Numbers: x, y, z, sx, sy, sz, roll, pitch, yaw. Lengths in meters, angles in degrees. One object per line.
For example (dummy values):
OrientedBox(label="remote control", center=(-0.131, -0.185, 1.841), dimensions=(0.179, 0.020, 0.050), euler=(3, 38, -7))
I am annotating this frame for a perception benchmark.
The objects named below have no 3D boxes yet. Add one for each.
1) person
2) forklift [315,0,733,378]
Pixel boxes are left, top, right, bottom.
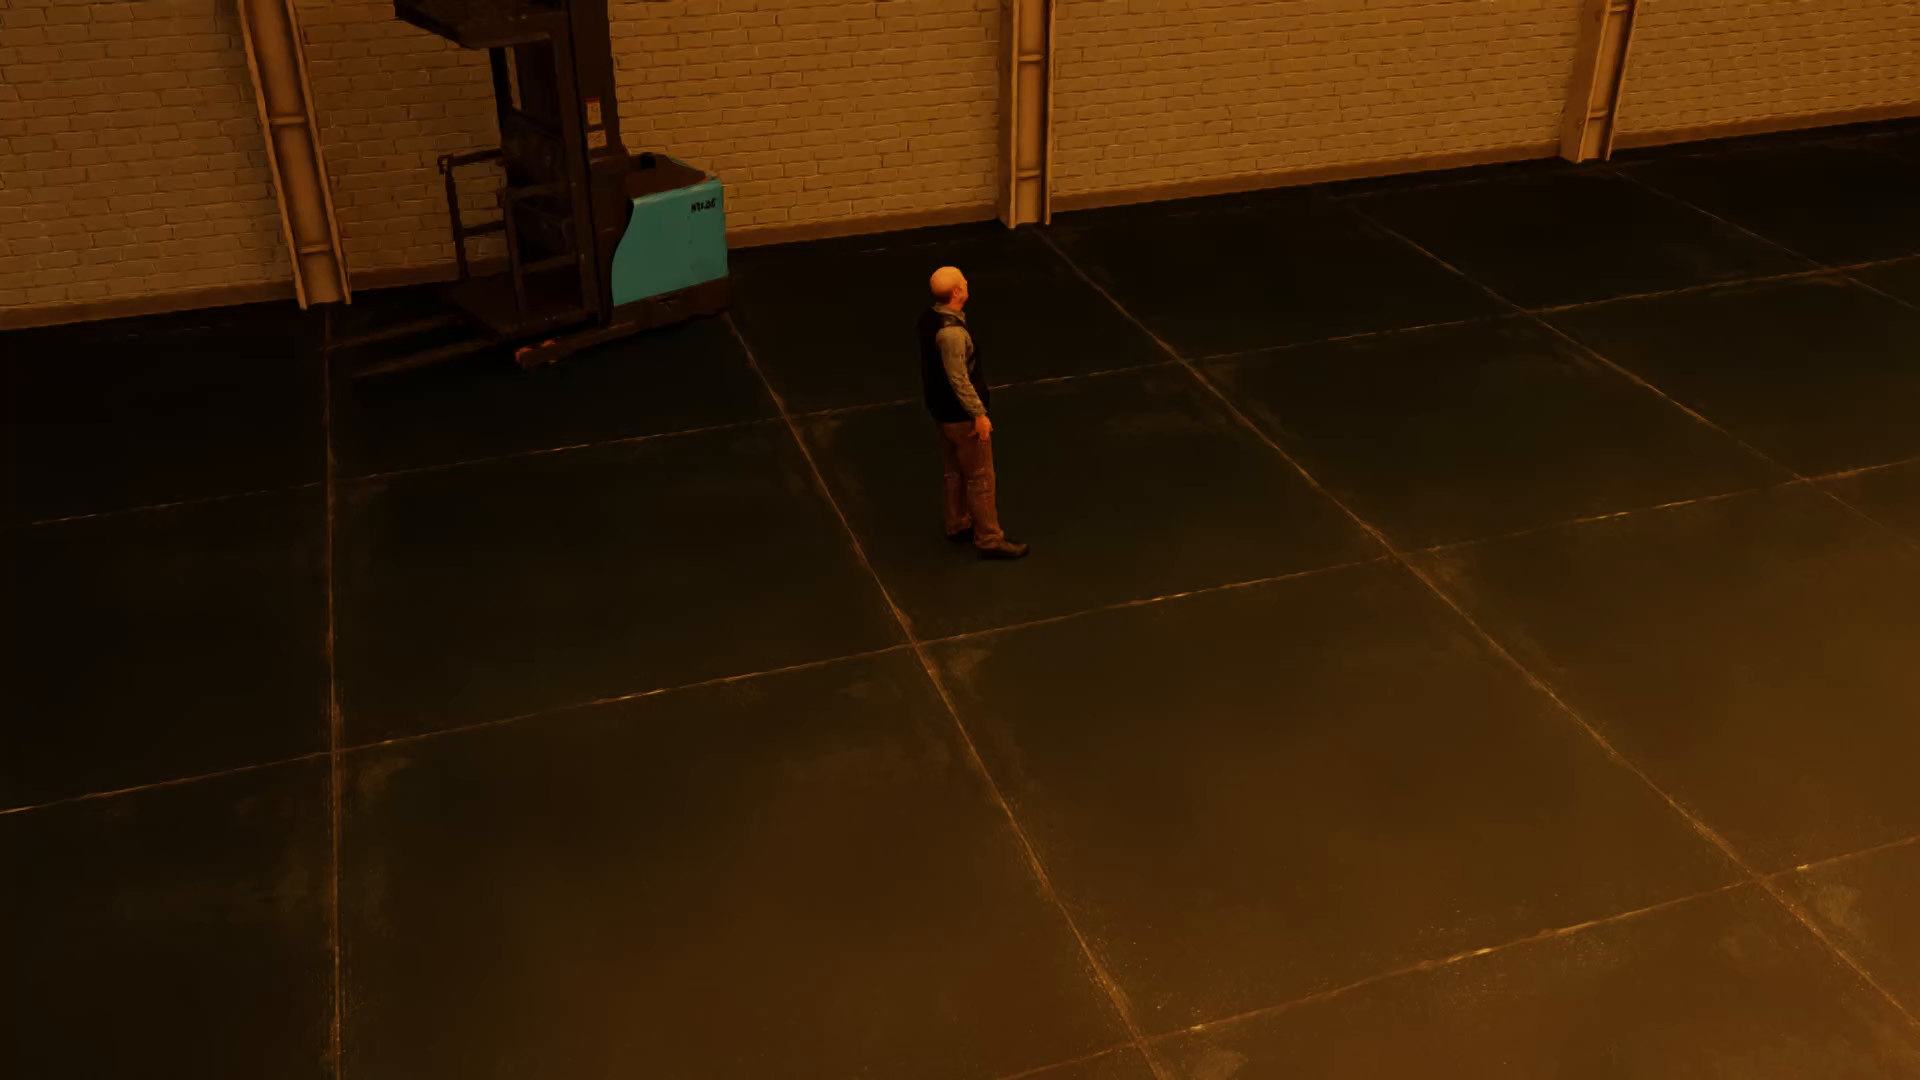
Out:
OrientedBox(label="person", center=(0.062, -0.758, 9.604), dimensions=(0.567, 1.720, 0.632), euler=(-10, 31, -16))
OrientedBox(label="forklift", center=(-3.264, -2.810, 11.971), dimensions=(3.031, 2.935, 1.130), euler=(-22, 36, -33))
